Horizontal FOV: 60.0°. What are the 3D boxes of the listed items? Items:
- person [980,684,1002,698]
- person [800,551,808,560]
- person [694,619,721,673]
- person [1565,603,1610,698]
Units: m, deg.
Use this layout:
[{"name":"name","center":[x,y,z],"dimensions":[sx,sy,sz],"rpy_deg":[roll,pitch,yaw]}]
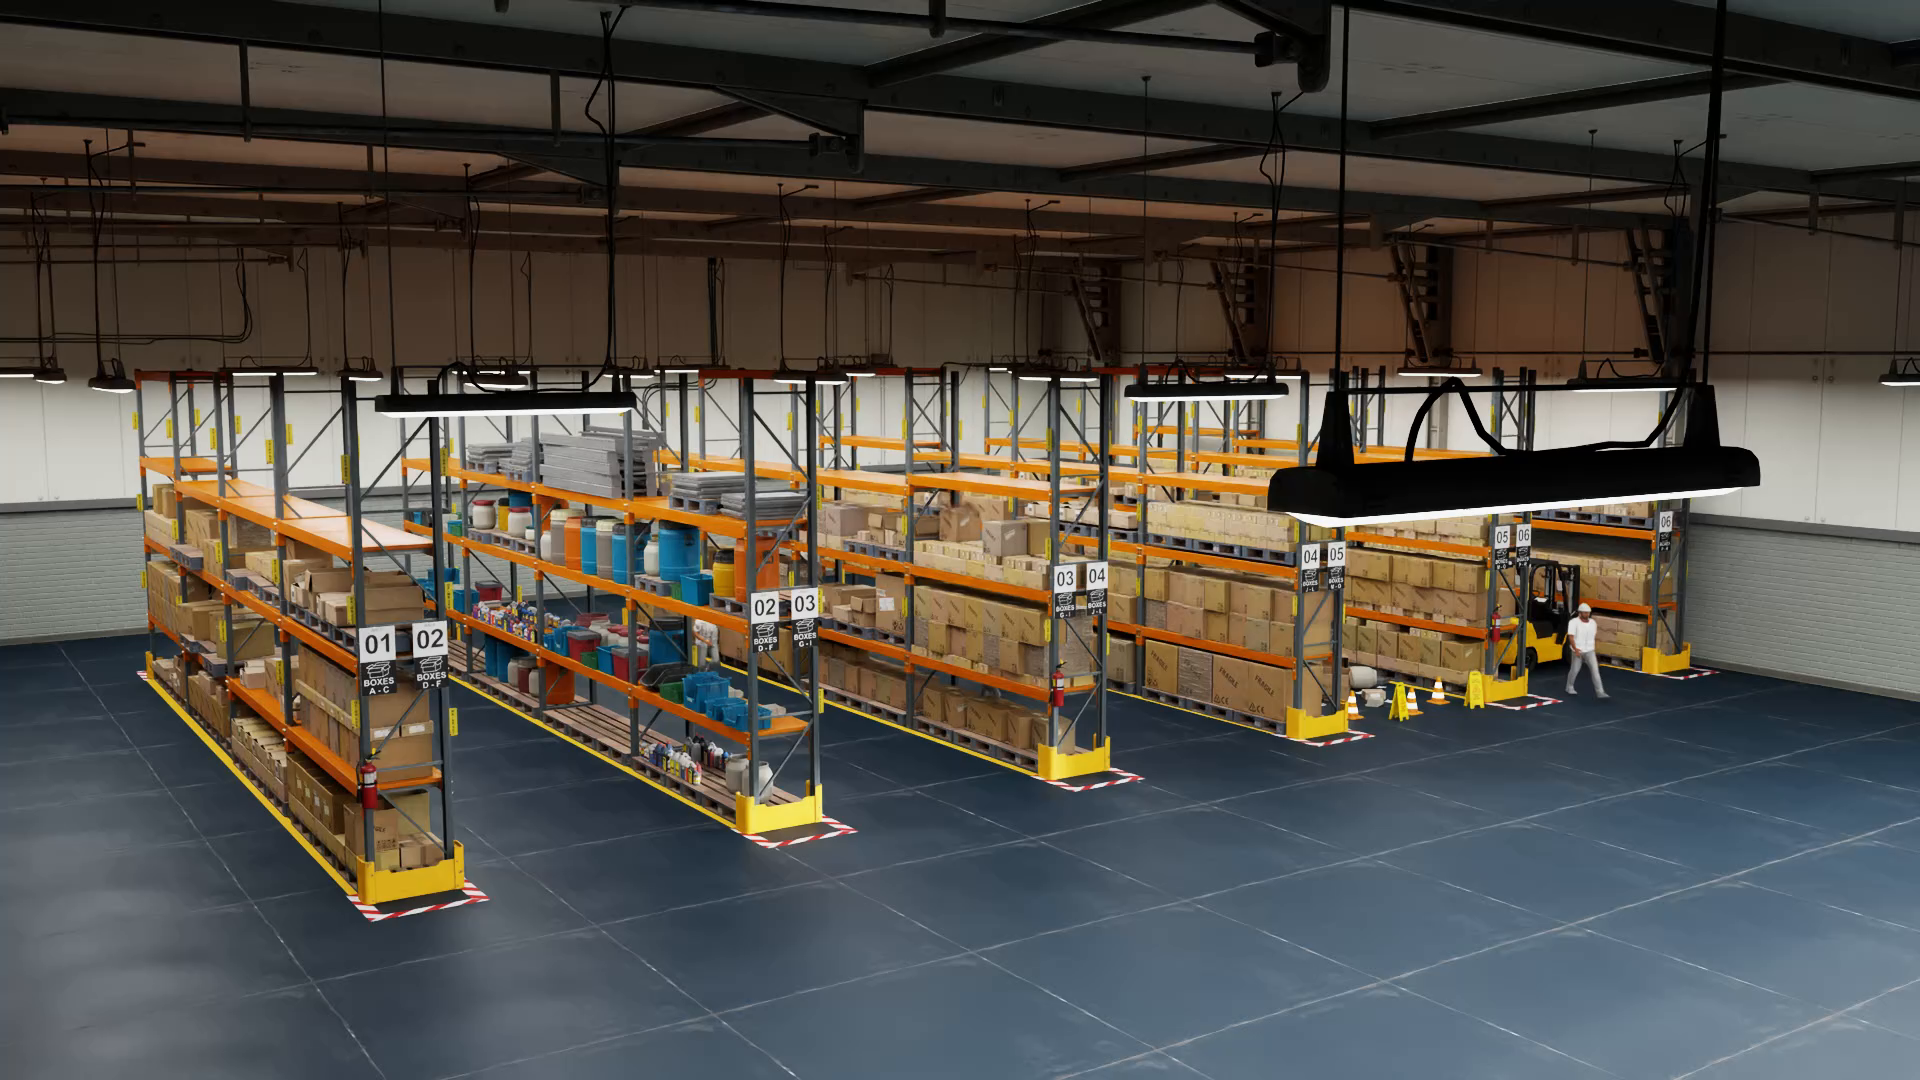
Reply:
[{"name":"person","center":[0.628,2.106,30.070],"dimensions":[0.447,1.619,1.028],"rpy_deg":[-4,8,-32]},{"name":"person","center":[-3.944,0.818,41.384],"dimensions":[0.681,1.654,0.566],"rpy_deg":[-6,9,-43]},{"name":"person","center":[-4.807,1.982,31.657],"dimensions":[0.608,1.573,0.754],"rpy_deg":[-3,7,-25]},{"name":"person","center":[11.486,2.026,30.501],"dimensions":[0.640,1.726,0.877],"rpy_deg":[0,6,0]}]
